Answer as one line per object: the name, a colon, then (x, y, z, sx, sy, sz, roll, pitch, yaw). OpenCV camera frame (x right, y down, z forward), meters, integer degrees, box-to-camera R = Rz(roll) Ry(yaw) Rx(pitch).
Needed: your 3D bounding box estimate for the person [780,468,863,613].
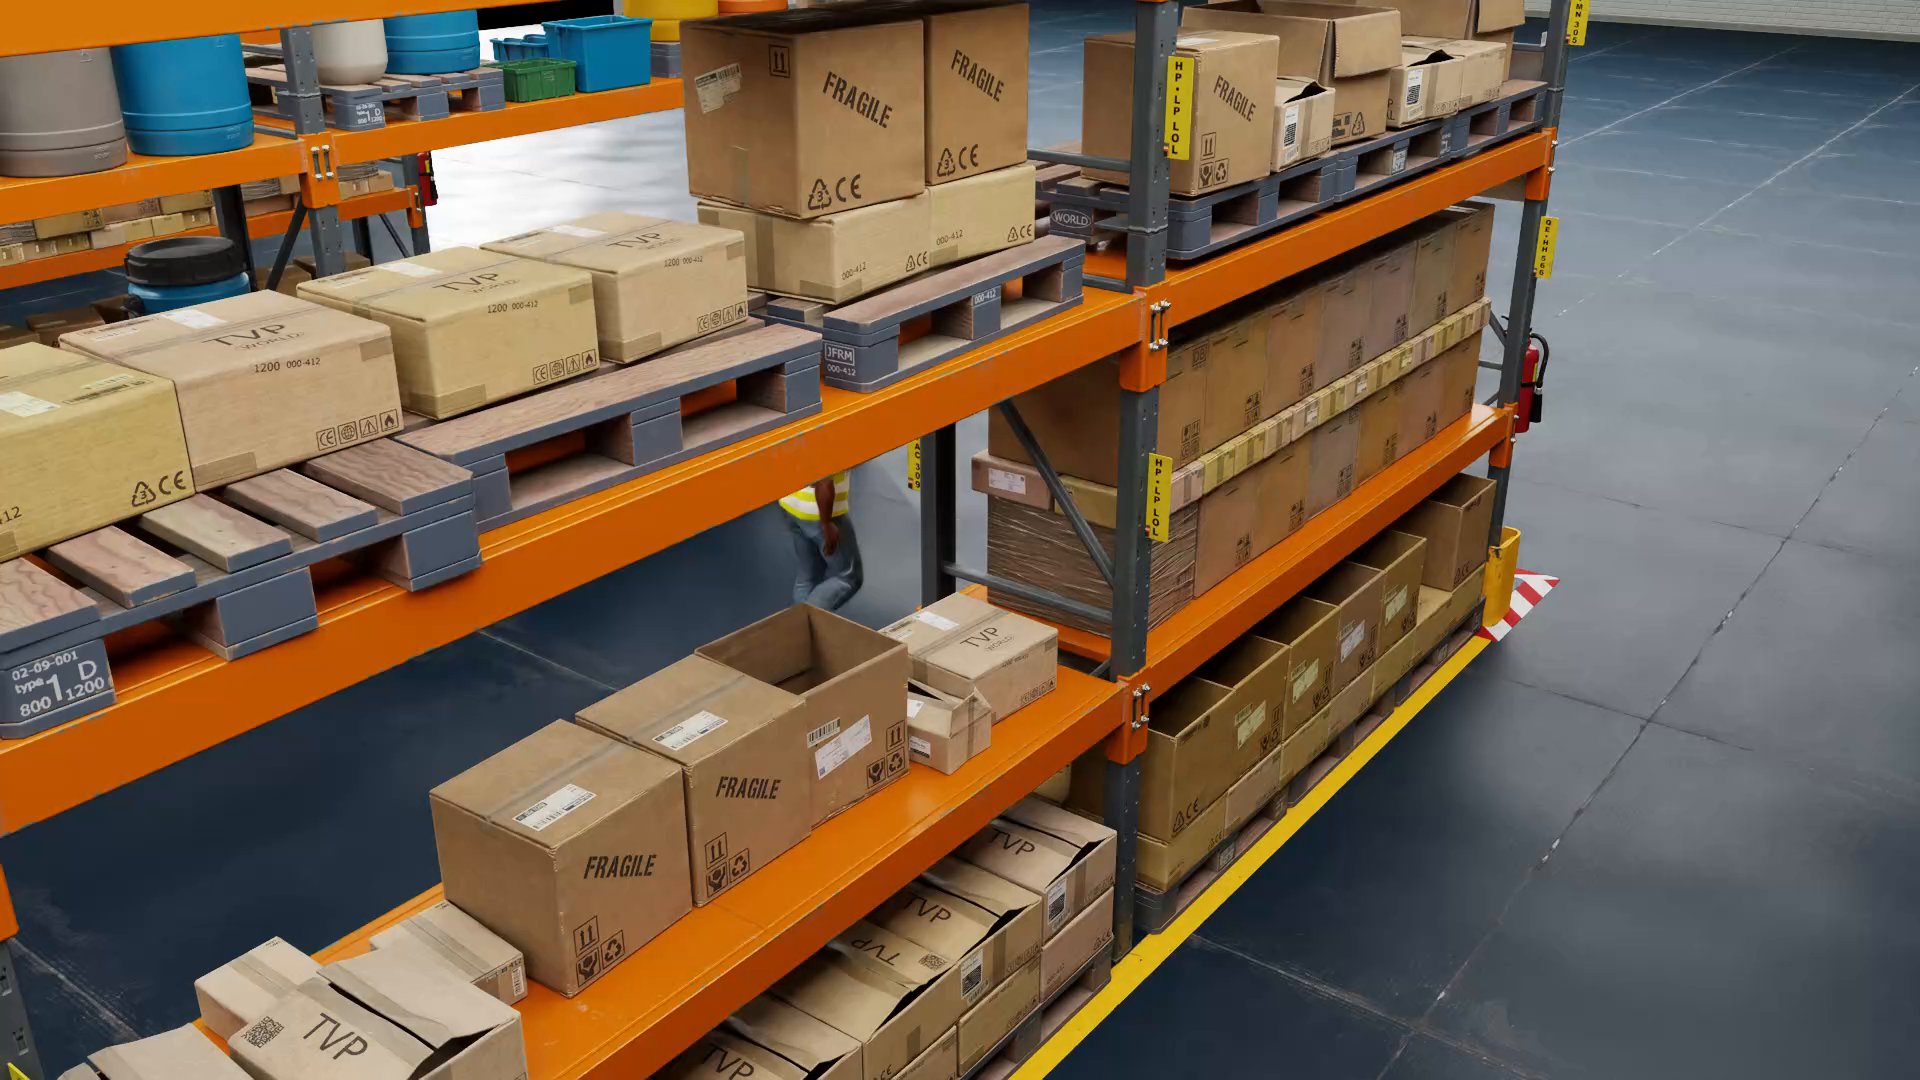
person: (-0.798, -0.154, 8.909, 0.547, 1.753, 0.614, -13, 27, -28)
